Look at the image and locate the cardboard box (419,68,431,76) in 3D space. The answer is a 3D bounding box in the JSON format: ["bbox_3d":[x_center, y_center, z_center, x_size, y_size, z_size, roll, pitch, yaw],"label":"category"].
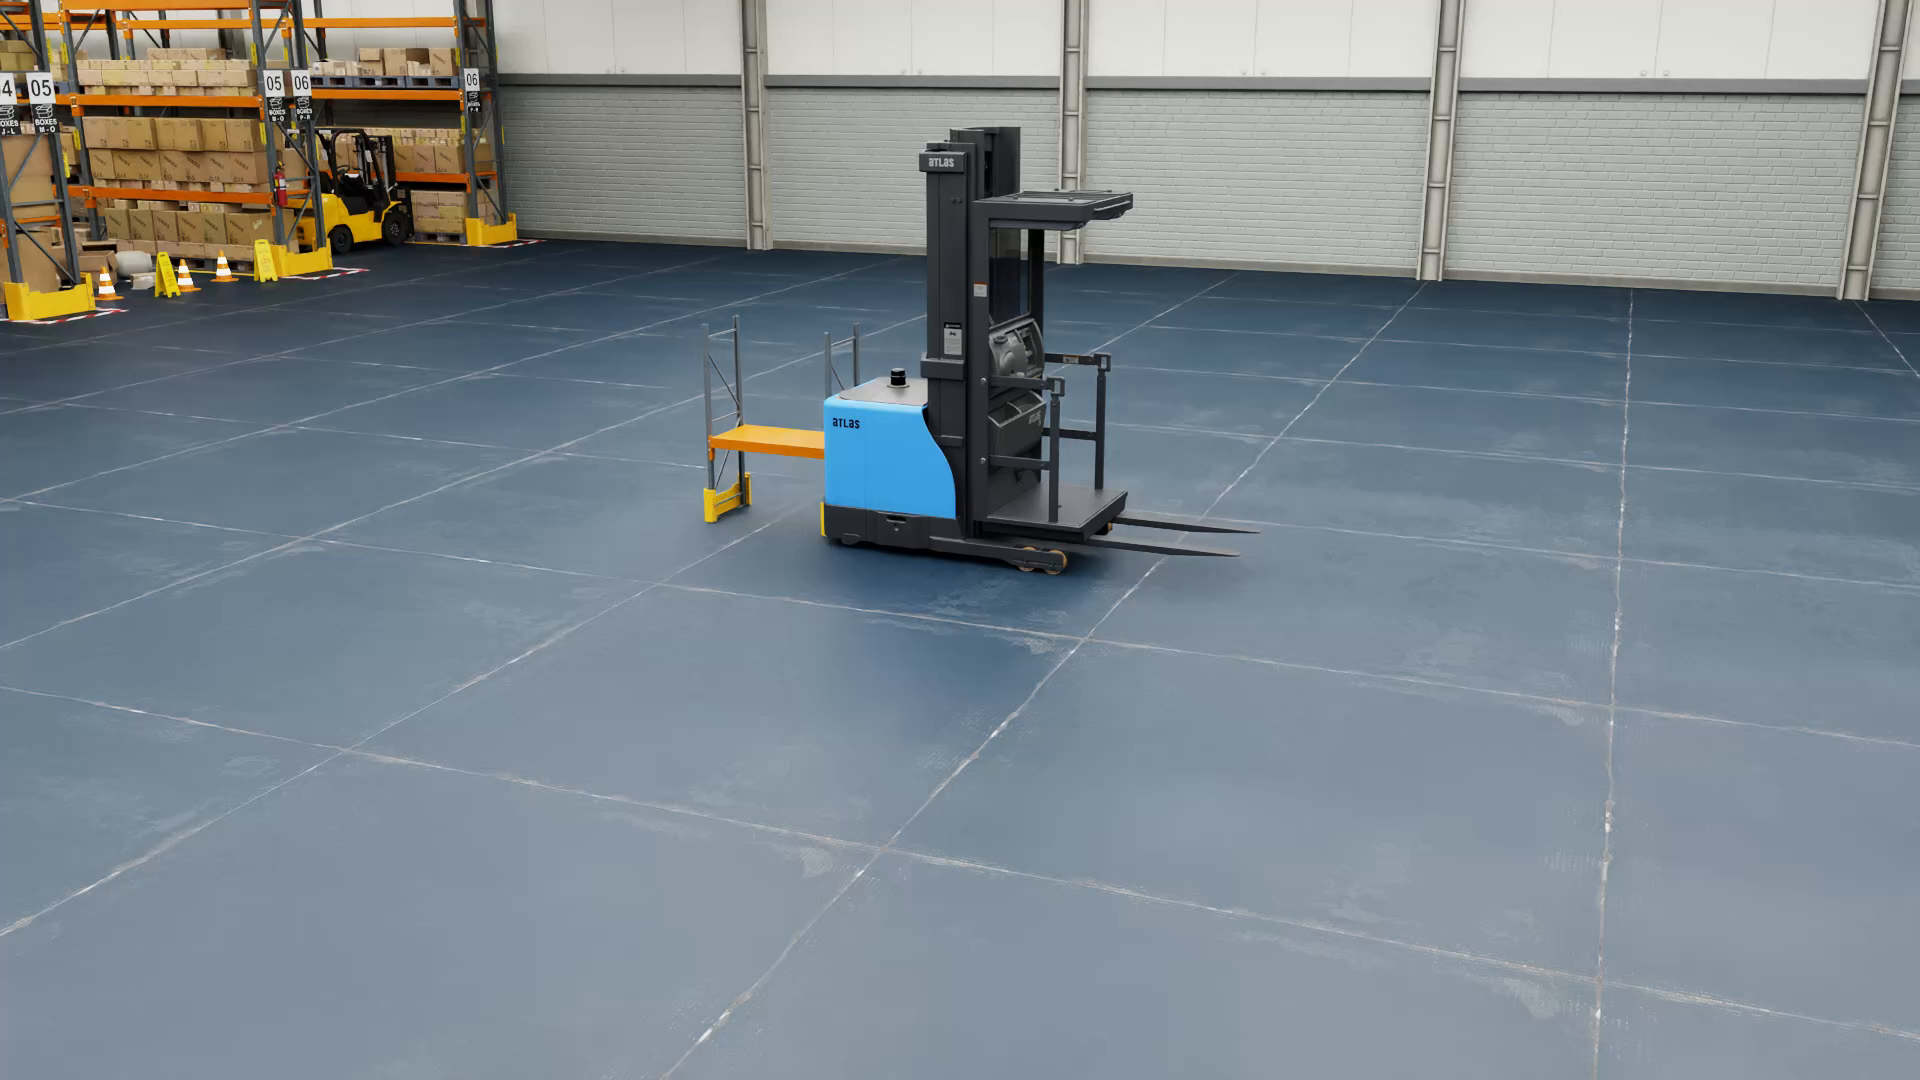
[{"bbox_3d":[-9.829,-8.703,30.908,0.250,0.149,0.380,6,17,19],"label":"cardboard box"}]

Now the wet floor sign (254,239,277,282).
[{"bbox_3d":[-10.980,-4.412,26.213,0.232,0.644,0.267,14,21,40],"label":"wet floor sign"}]

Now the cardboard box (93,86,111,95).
[{"bbox_3d":[-14.063,-7.431,27.460,0.250,0.149,0.380,6,17,21],"label":"cardboard box"}]

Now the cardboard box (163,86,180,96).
[{"bbox_3d":[-12.644,-7.269,26.901,0.250,0.149,0.380,6,17,20],"label":"cardboard box"}]

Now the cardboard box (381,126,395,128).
[{"bbox_3d":[-11.080,-7.945,32.284,0.250,0.149,0.380,6,17,20],"label":"cardboard box"}]

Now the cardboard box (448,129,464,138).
[{"bbox_3d":[-9.357,-7.611,31.135,0.250,0.149,0.380,6,17,21],"label":"cardboard box"}]

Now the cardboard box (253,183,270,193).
[{"bbox_3d":[-11.191,-5.701,26.883,0.250,0.149,0.380,7,18,22],"label":"cardboard box"}]

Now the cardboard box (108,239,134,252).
[{"bbox_3d":[-14.036,-4.999,28.192,0.500,0.250,0.500,5,17,18],"label":"cardboard box"}]

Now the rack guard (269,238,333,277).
[{"bbox_3d":[-10.835,-4.647,27.283,0.348,0.500,1.175,6,17,21],"label":"rack guard"}]

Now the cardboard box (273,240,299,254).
[{"bbox_3d":[-11.413,-4.875,27.763,0.500,0.250,0.500,6,17,20],"label":"cardboard box"}]

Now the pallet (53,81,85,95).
[{"bbox_3d":[-15.021,-7.690,28.237,1.003,0.211,1.213,6,17,21],"label":"pallet"}]

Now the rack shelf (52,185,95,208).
[{"bbox_3d":[-16.346,-6.108,29.122,4.000,0.370,1.077,6,17,21],"label":"rack shelf"}]

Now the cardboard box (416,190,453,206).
[{"bbox_3d":[-9.966,-6.505,31.587,0.500,0.250,0.500,7,17,22],"label":"cardboard box"}]

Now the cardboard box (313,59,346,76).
[{"bbox_3d":[-11.983,-9.035,31.763,0.500,0.311,0.500,7,17,22],"label":"cardboard box"}]

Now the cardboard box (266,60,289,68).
[{"bbox_3d":[-11.020,-7.631,26.720,0.250,0.149,0.380,6,17,20],"label":"cardboard box"}]

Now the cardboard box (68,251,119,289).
[{"bbox_3d":[-13.327,-4.163,25.612,0.637,0.503,0.797,-5,17,-18],"label":"cardboard box"}]

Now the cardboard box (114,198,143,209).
[{"bbox_3d":[-13.941,-5.643,27.900,0.250,0.149,0.380,7,17,21],"label":"cardboard box"}]

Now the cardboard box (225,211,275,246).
[{"bbox_3d":[-11.605,-5.095,27.177,0.500,0.500,0.500,6,17,21],"label":"cardboard box"}]

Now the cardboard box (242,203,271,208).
[{"bbox_3d":[-13.876,-6.729,33.479,0.625,0.625,0.875,6,17,20],"label":"cardboard box"}]

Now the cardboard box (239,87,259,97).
[{"bbox_3d":[-11.199,-7.123,26.400,0.250,0.149,0.380,6,17,21],"label":"cardboard box"}]

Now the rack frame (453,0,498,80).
[{"bbox_3d":[-8.947,-10.008,30.507,0.127,3.000,1.000,6,17,21],"label":"rack frame"}]

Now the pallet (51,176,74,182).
[{"bbox_3d":[-16.350,-6.374,29.092,1.213,0.211,1.003,6,17,21],"label":"pallet"}]

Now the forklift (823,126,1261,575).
[{"bbox_3d":[0.581,-1.339,11.530,3.031,2.935,1.130,7,17,22],"label":"forklift"}]

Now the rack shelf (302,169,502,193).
[{"bbox_3d":[-10.807,-6.986,32.148,4.000,0.370,1.077,6,17,21],"label":"rack shelf"}]

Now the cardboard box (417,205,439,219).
[{"bbox_3d":[-9.977,-6.271,31.677,0.500,0.250,0.500,6,17,20],"label":"cardboard box"}]

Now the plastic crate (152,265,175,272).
[{"bbox_3d":[-13.326,-4.473,27.438,0.583,0.080,0.402,0,16,1],"label":"plastic crate"}]

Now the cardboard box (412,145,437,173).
[{"bbox_3d":[-9.980,-7.213,31.459,0.500,0.500,0.500,7,18,22],"label":"cardboard box"}]

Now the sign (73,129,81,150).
[{"bbox_3d":[-14.686,-6.660,27.658,0.005,0.325,0.100,6,17,21],"label":"sign"}]

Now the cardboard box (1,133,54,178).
[{"bbox_3d":[-12.818,-5.184,22.443,0.550,0.550,0.875,6,17,21],"label":"cardboard box"}]

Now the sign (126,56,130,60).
[{"bbox_3d":[-16.590,-9.494,33.188,0.005,0.325,0.100,6,17,21],"label":"sign"}]

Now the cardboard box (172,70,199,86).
[{"bbox_3d":[-12.291,-7.437,26.765,0.500,0.250,0.500,7,18,22],"label":"cardboard box"}]

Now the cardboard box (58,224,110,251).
[{"bbox_3d":[-14.974,-5.241,28.807,0.625,0.372,0.950,7,17,21],"label":"cardboard box"}]

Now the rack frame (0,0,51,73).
[{"bbox_3d":[-12.487,-7.426,21.613,0.127,3.000,1.000,6,17,21],"label":"rack frame"}]

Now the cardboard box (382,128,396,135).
[{"bbox_3d":[-10.786,-7.767,31.670,0.250,0.149,0.380,7,17,21],"label":"cardboard box"}]

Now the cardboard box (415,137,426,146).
[{"bbox_3d":[-10.066,-7.538,31.418,0.250,0.149,0.380,6,17,20],"label":"cardboard box"}]

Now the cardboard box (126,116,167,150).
[{"bbox_3d":[-13.231,-6.702,27.373,0.500,0.500,0.700,6,17,19],"label":"cardboard box"}]

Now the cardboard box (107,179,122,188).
[{"bbox_3d":[-14.056,-6.000,27.912,0.250,0.149,0.380,7,18,22],"label":"cardboard box"}]

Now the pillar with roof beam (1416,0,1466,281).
[{"bbox_3d":[5.901,-7.355,21.369,0.400,9.000,9.100,6,17,21],"label":"pillar with roof beam"}]

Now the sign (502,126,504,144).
[{"bbox_3d":[-8.737,-7.724,31.705,0.005,0.325,0.100,6,17,21],"label":"sign"}]

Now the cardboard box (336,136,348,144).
[{"bbox_3d":[-11.771,-7.705,31.991,0.250,0.149,0.380,7,17,22],"label":"cardboard box"}]

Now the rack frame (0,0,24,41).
[{"bbox_3d":[-20.110,-11.236,34.735,0.127,3.000,1.000,6,17,21],"label":"rack frame"}]

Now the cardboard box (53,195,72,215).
[{"bbox_3d":[-18.781,-7.144,35.131,0.500,0.500,0.500,6,17,19],"label":"cardboard box"}]

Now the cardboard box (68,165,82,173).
[{"bbox_3d":[-15.065,-6.310,28.228,0.250,0.149,0.380,7,17,21],"label":"cardboard box"}]

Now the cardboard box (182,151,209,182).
[{"bbox_3d":[-12.299,-6.119,27.157,0.500,0.500,0.500,6,17,20],"label":"cardboard box"}]

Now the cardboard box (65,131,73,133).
[{"bbox_3d":[-15.282,-6.814,28.800,0.500,0.500,0.500,6,17,21],"label":"cardboard box"}]

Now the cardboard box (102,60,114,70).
[{"bbox_3d":[-13.817,-7.786,27.253,0.250,0.149,0.380,6,17,19],"label":"cardboard box"}]

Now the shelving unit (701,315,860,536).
[{"bbox_3d":[-1.338,-0.879,12.511,1.083,1.500,0.587,7,18,22],"label":"shelving unit"}]

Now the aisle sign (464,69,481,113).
[{"bbox_3d":[-8.993,-8.293,30.695,0.004,0.787,0.394,6,17,21],"label":"aisle sign"}]

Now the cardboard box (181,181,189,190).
[{"bbox_3d":[-12.606,-5.863,27.439,0.250,0.149,0.380,6,17,21],"label":"cardboard box"}]

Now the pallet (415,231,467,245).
[{"bbox_3d":[-9.673,-5.855,31.964,1.213,0.211,1.003,6,17,21],"label":"pallet"}]

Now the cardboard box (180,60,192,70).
[{"bbox_3d":[-12.333,-7.658,26.811,0.250,0.149,0.380,6,17,19],"label":"cardboard box"}]

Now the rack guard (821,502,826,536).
[{"bbox_3d":[-0.879,-0.224,12.498,0.087,0.250,0.587,7,18,22],"label":"rack guard"}]

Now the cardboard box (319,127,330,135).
[{"bbox_3d":[-12.197,-7.930,32.234,0.250,0.149,0.380,7,17,21],"label":"cardboard box"}]
